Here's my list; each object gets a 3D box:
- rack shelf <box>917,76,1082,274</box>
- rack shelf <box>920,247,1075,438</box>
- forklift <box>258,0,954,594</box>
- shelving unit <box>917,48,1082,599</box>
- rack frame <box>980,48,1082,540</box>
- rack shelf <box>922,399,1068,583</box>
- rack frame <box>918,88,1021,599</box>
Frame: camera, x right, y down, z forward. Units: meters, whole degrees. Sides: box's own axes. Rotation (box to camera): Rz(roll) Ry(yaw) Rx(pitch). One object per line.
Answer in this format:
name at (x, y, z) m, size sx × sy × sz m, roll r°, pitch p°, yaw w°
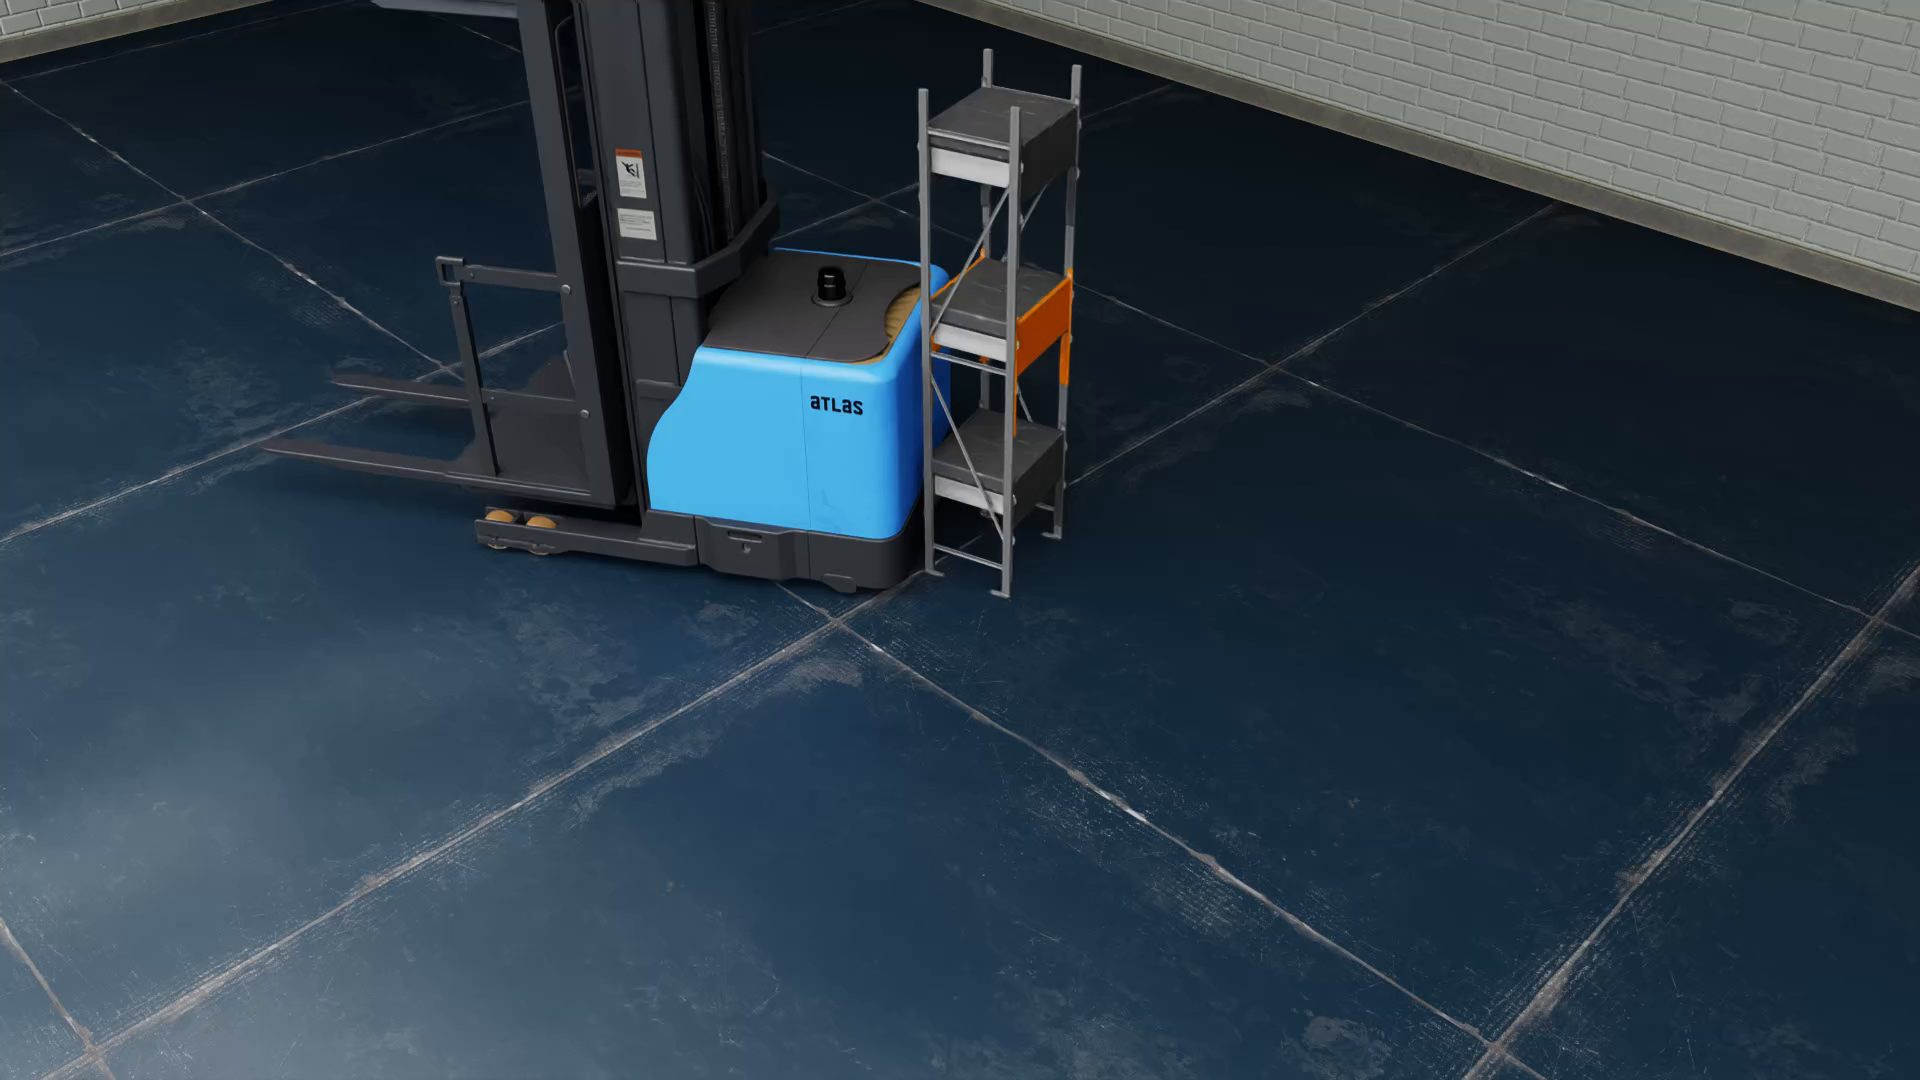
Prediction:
rack shelf at (0.149, -1.360, 6.164) m, size 0.431 × 0.518 × 0.480 m, roll 17°, pitch 39°, yaw 23°
rack shelf at (0.149, -0.786, 6.565) m, size 0.431 × 0.518 × 0.480 m, roll 17°, pitch 39°, yaw 23°
forklift at (-1.602, -1.421, 6.725) m, size 3.031 × 2.935 × 1.130 m, roll 8°, pitch 36°, yaw 11°
shelving unit at (0.149, -0.797, 6.557) m, size 0.431 × 2.100 × 0.503 m, roll 17°, pitch 39°, yaw 23°
rack frame at (0.267, -0.919, 6.732) m, size 0.400 × 2.100 × 0.015 m, roll 17°, pitch 39°, yaw 23°
rack shelf at (0.149, -0.211, 6.965) m, size 0.431 × 0.518 × 0.480 m, roll 17°, pitch 39°, yaw 23°
rack frame at (0.031, -0.674, 6.382) m, size 0.400 × 2.100 × 0.015 m, roll 17°, pitch 39°, yaw 23°
